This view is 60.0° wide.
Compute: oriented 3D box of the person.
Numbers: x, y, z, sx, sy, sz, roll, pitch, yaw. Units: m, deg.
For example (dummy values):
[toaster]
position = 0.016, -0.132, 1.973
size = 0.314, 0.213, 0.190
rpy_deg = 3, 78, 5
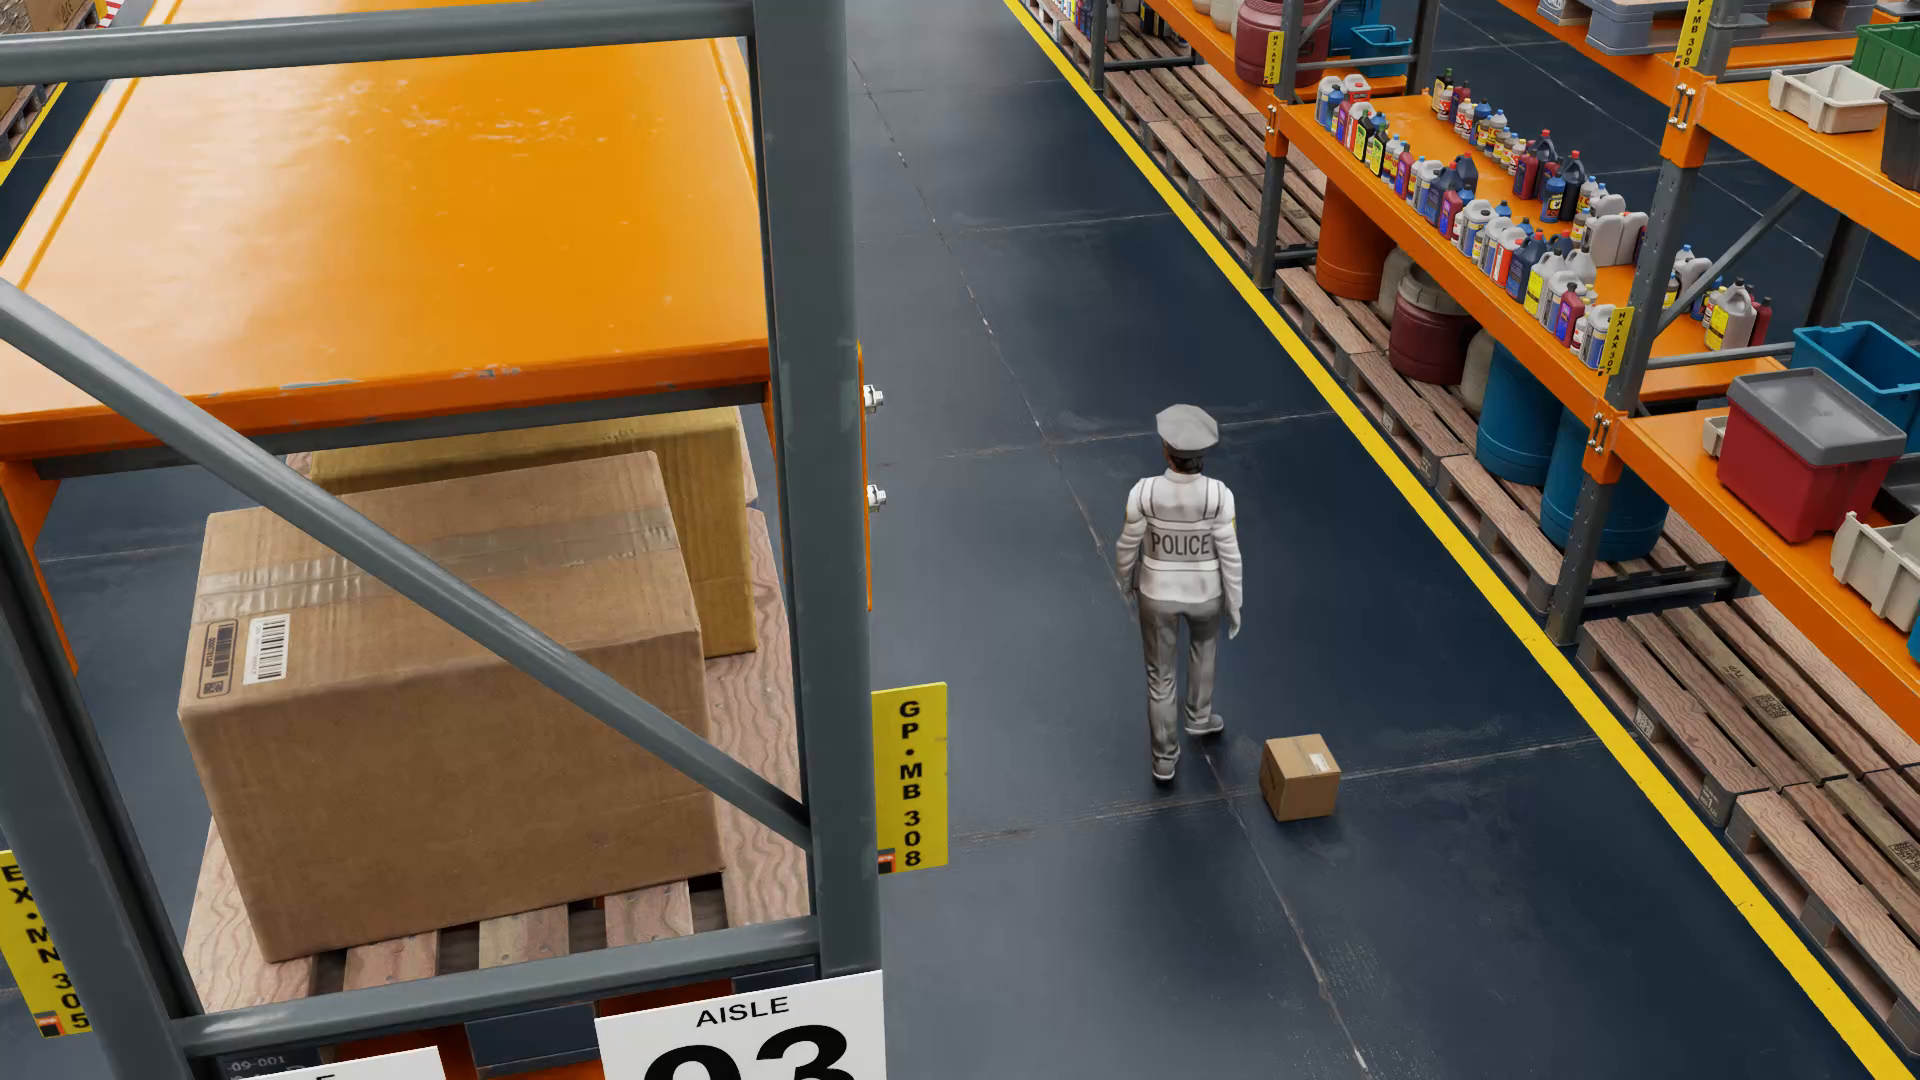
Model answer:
[person]
position = 0.915, 0.252, 6.964
size = 0.545, 1.695, 0.511
rpy_deg = 2, 35, 3
